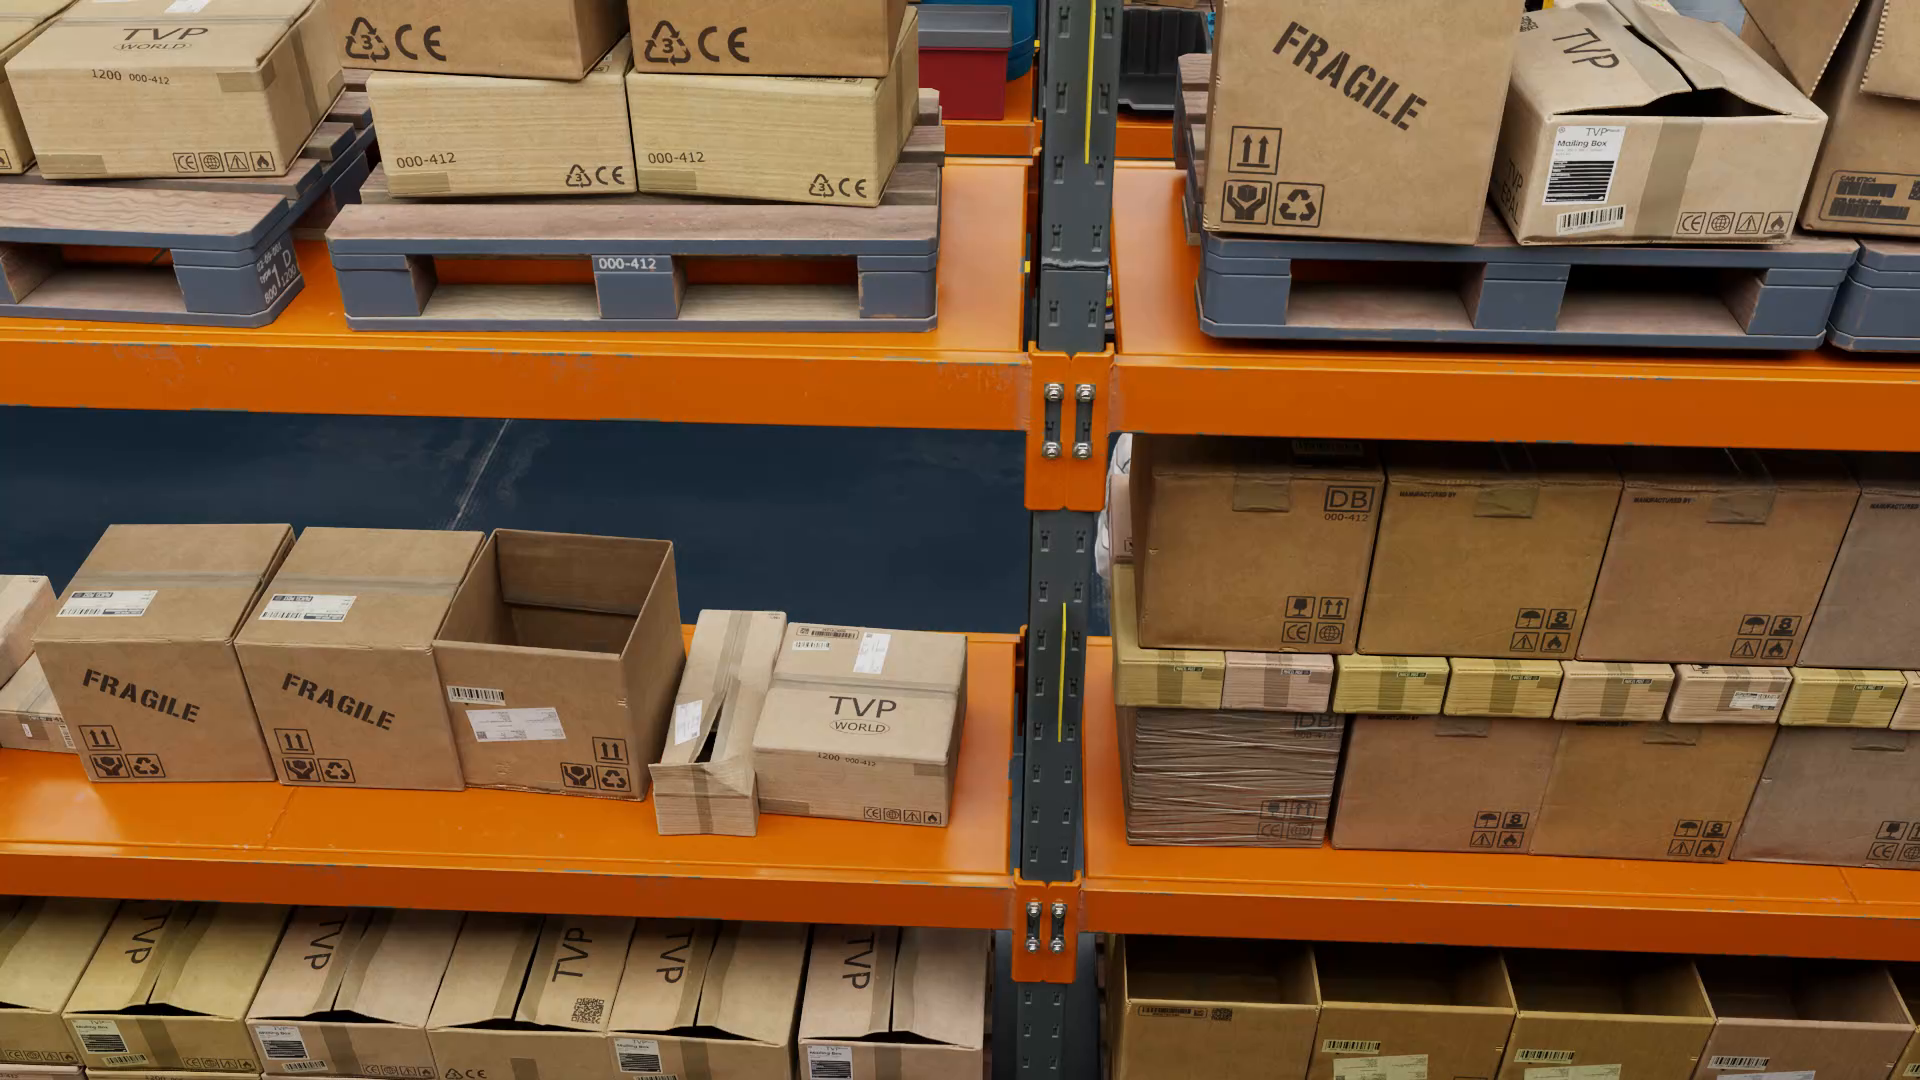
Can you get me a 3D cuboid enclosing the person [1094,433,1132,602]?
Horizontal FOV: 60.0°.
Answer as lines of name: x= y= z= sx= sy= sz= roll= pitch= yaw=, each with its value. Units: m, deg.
person: x=0.672 y=0.098 z=6.009 sx=0.374 sy=1.662 sz=0.526 roll=2 pitch=36 yaw=2
